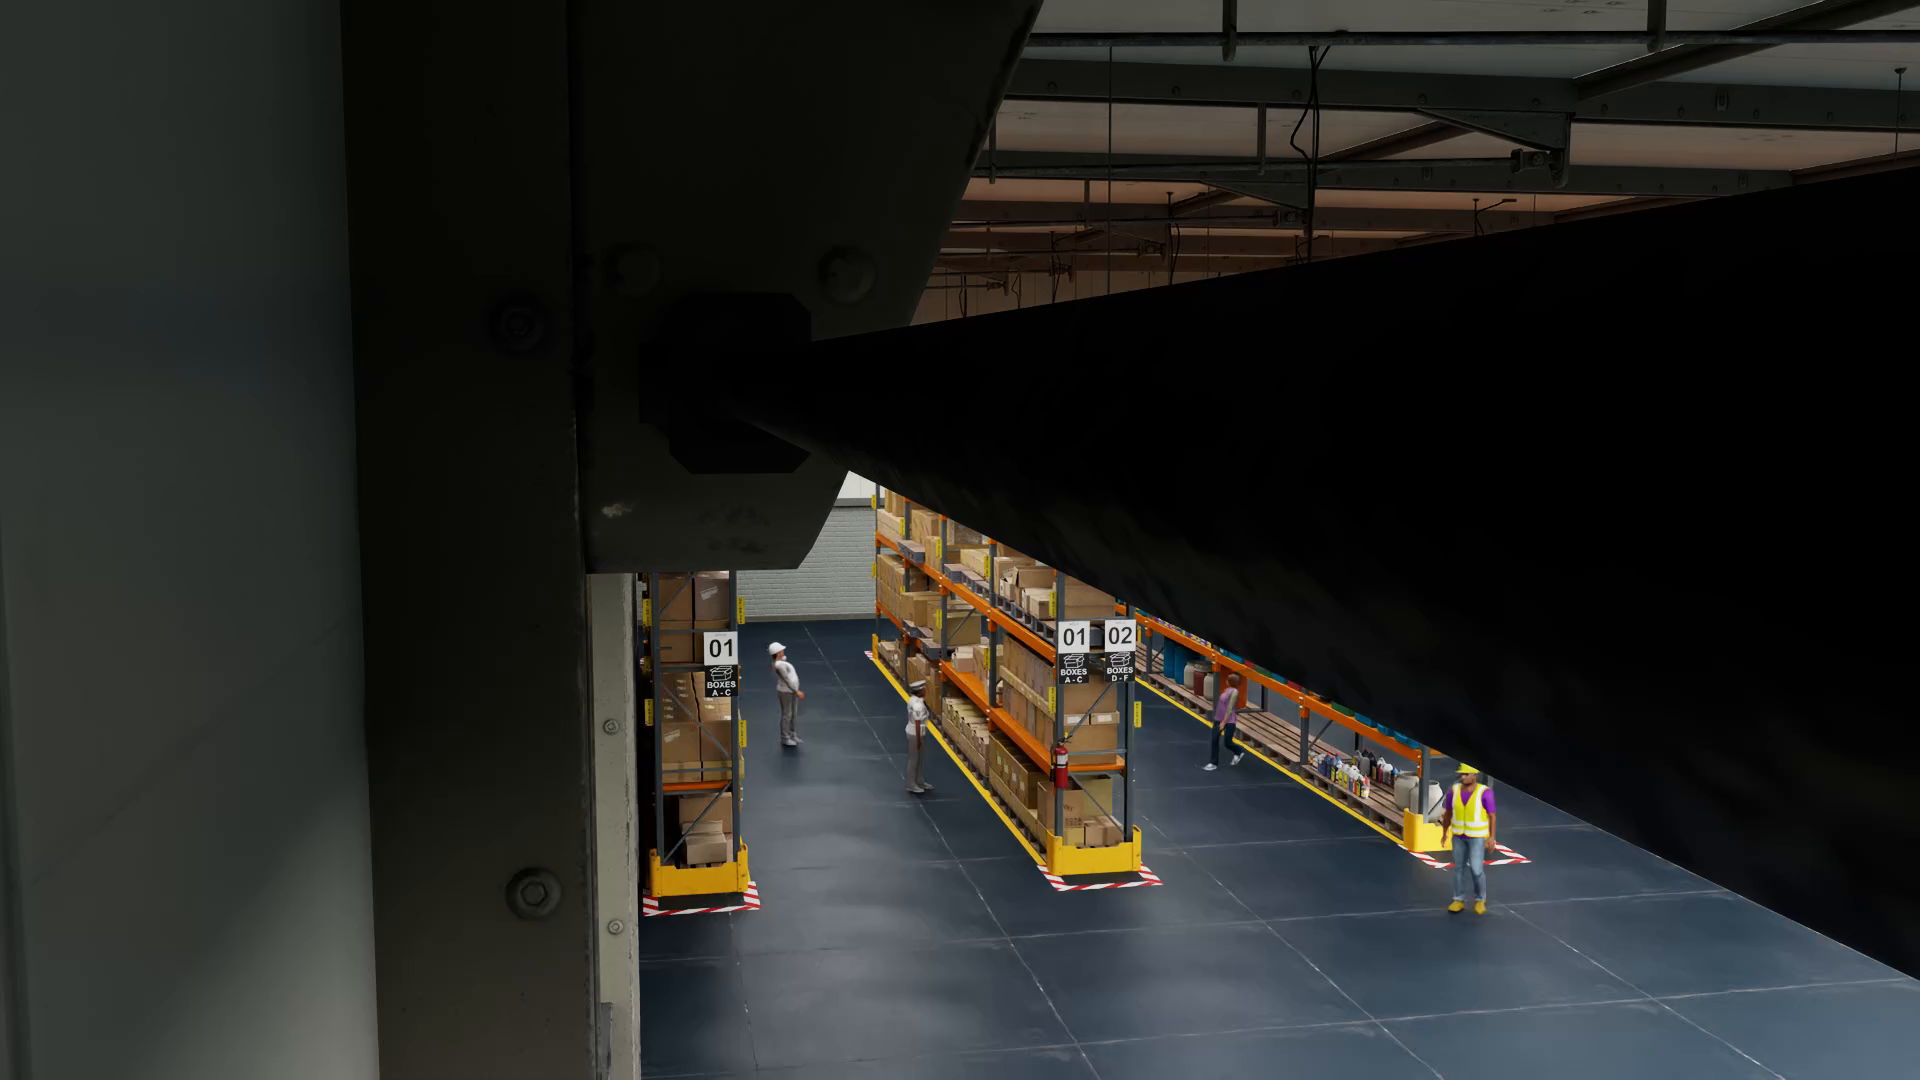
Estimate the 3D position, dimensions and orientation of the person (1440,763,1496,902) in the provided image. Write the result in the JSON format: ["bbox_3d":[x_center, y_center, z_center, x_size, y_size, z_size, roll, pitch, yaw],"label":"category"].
[{"bbox_3d":[5.922,3.423,19.399,0.616,1.708,0.359,5,7,38],"label":"person"}]

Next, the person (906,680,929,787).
[{"bbox_3d":[-0.640,2.897,24.935,0.336,1.608,0.472,0,6,-4],"label":"person"}]

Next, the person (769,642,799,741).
[{"bbox_3d":[-2.966,2.548,28.095,0.468,1.673,0.515,1,6,11],"label":"person"}]

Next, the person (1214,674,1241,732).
[{"bbox_3d":[4.187,2.557,26.085,0.430,0.926,0.439,6,8,44],"label":"person"}]
